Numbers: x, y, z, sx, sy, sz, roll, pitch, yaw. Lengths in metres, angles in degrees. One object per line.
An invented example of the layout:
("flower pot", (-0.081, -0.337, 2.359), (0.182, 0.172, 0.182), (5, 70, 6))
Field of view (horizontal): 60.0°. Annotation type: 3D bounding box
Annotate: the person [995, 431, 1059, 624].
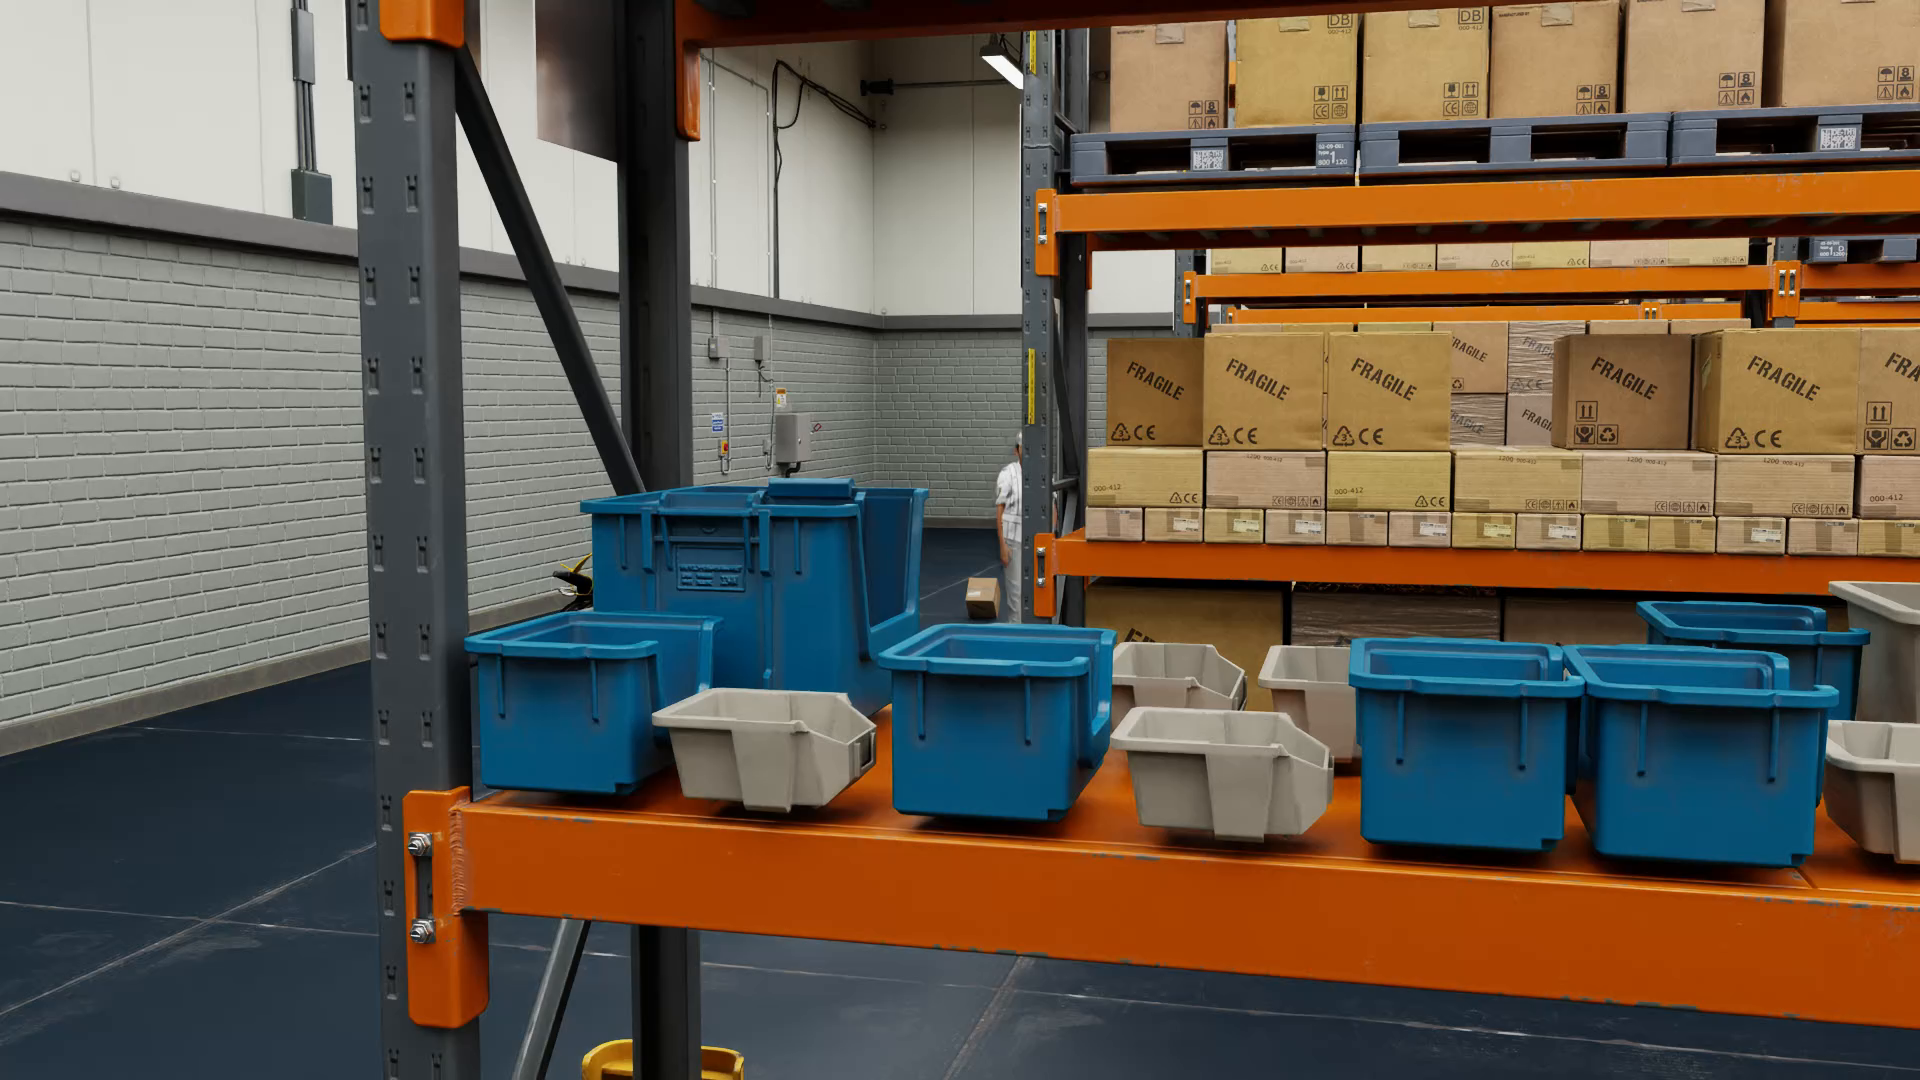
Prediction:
("person", (0.499, 0.031, 12.147), (0.487, 1.667, 0.462), (-1, 5, -12))
